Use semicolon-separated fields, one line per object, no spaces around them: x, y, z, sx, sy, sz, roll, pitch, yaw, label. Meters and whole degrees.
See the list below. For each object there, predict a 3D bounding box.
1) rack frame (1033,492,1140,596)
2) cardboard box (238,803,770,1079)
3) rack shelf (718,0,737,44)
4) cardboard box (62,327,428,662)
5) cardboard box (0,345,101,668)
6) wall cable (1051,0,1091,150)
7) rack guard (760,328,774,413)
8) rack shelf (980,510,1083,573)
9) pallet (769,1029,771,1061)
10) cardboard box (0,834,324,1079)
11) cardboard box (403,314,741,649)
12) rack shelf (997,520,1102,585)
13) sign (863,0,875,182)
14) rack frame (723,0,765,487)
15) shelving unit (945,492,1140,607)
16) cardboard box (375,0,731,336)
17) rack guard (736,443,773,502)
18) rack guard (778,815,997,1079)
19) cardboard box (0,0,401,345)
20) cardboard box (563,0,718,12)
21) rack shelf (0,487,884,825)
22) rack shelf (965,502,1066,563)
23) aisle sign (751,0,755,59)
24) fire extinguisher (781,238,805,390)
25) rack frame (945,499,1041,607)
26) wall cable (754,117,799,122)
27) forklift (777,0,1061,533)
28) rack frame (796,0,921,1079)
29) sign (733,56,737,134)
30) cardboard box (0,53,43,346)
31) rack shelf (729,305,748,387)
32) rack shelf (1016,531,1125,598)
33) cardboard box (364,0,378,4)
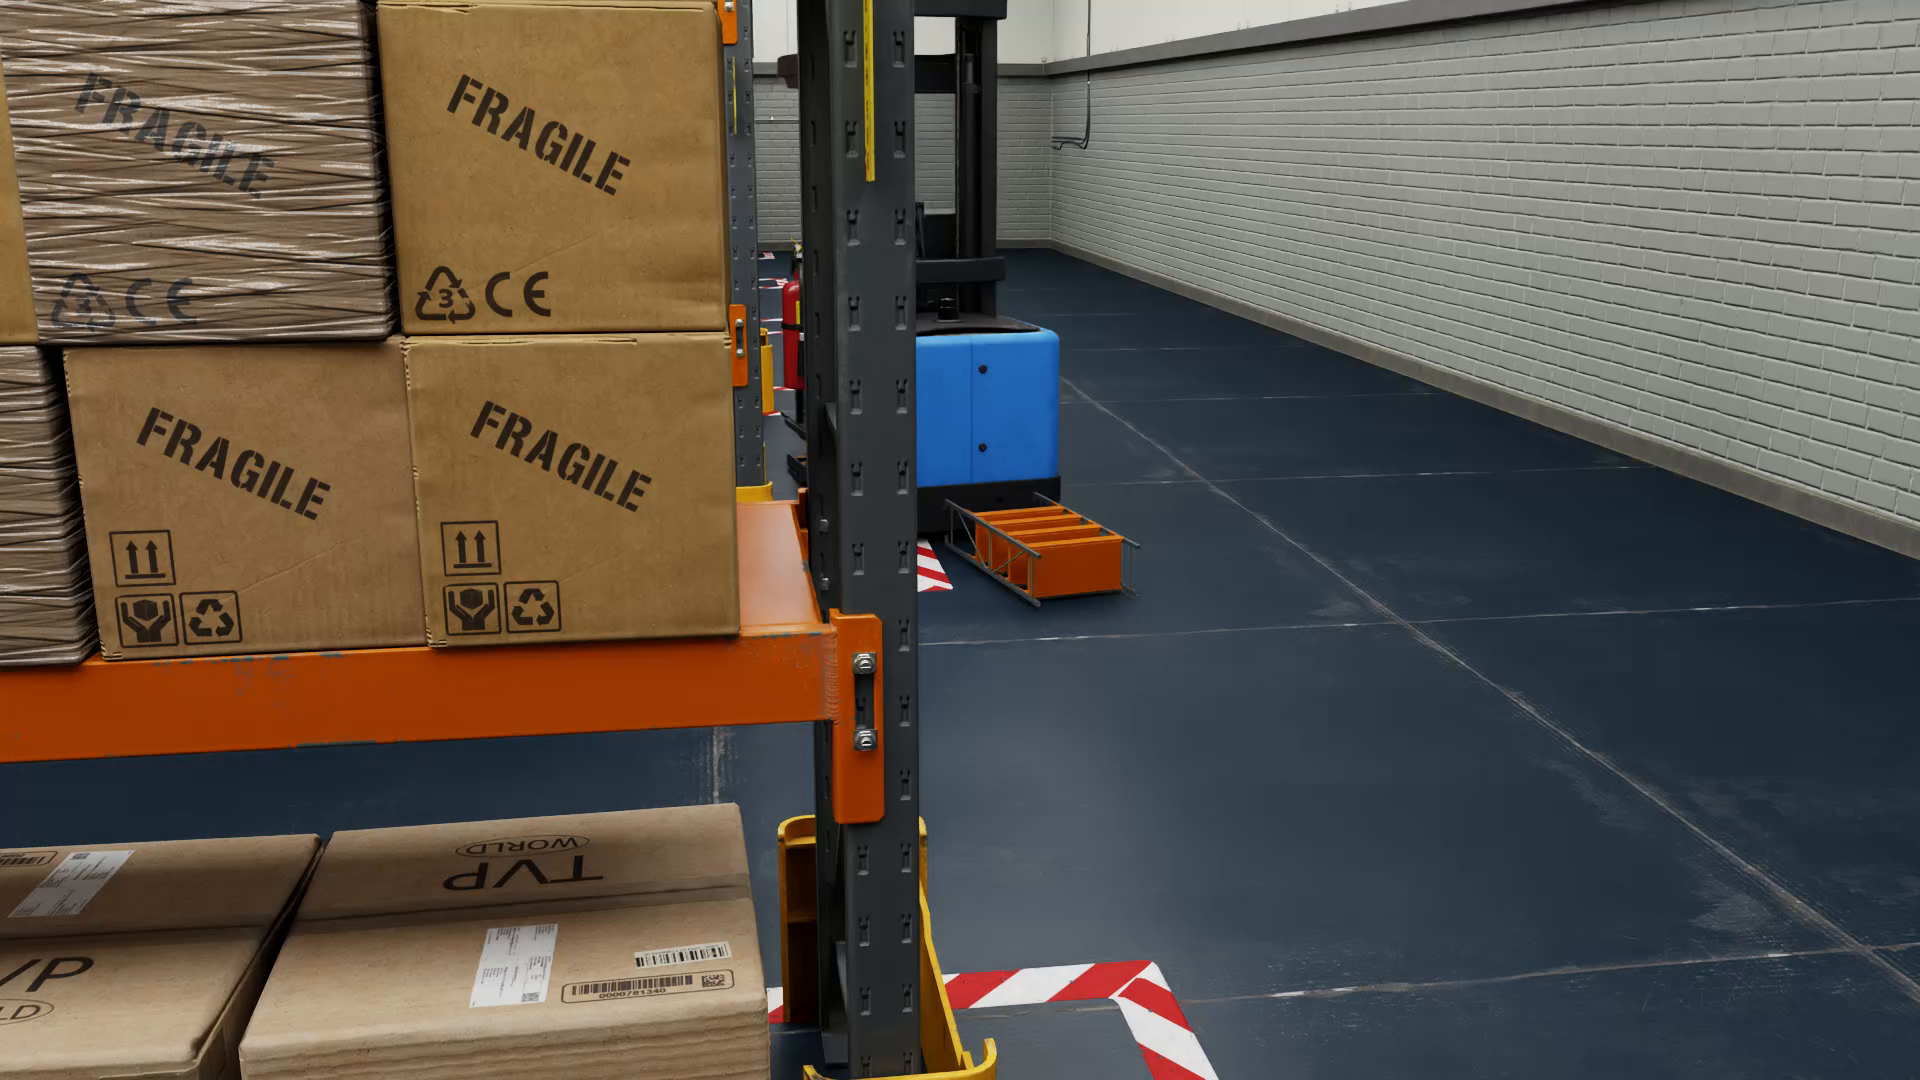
0.597;0.004;8.101;0.015;0.240;1.200;-5;15;-20;rack frame
-0.844;0.920;3.290;0.875;0.438;0.875;-3;14;-10;cardboard box
-3.021;-2.387;7.387;4.000;0.370;1.077;-2;14;-8;rack shelf
-1.142;-0.120;2.826;0.500;0.500;0.500;-2;14;-9;cardboard box
-1.650;-0.099;2.743;0.500;0.500;0.500;-2;14;-7;cardboard box
1.750;-7.648;27.101;0.112;2.526;3.097;-2;14;-8;wall cable
-1.659;-1.339;13.033;0.348;0.500;1.175;-2;14;-8;rack guard
0.345;0.010;8.079;0.480;0.258;0.148;-5;15;-20;rack shelf
-0.985;1.234;3.369;1.213;0.211;1.003;-2;14;-8;pallet
-1.748;0.956;3.149;0.875;0.438;0.875;-2;14;-7;cardboard box
-0.644;-0.134;2.885;0.500;0.500;0.500;-2;14;-8;cardboard box
0.424;0.061;7.876;0.480;0.258;0.148;-5;15;-20;rack shelf
-0.139;-0.712;2.528;0.005;0.325;0.100;-2;14;-8;sign
-1.044;-1.354;7.953;0.127;3.000;1.000;-2;14;-8;rack frame
0.369;0.025;8.017;0.503;0.258;1.200;-5;15;-20;shelving unit
-0.648;-0.625;2.788;0.500;0.500;0.500;-2;14;-6;cardboard box
-1.119;-0.139;8.247;0.348;0.500;1.175;-2;14;-8;rack guard
-0.183;1.045;3.528;0.348;0.500;1.175;-2;14;-8;rack guard
-1.160;-0.599;2.685;0.500;0.500;0.500;-2;14;-8;cardboard box
-0.531;-0.954;2.764;0.250;0.149;0.380;-2;14;-8;cardboard box
-2.184;0.255;3.019;4.000;0.370;1.077;-2;14;-8;rack shelf
0.275;-0.036;8.259;0.480;0.258;0.148;-5;15;-20;rack shelf
-0.927;-2.545;7.360;0.004;0.787;0.394;-2;14;-8;aisle sign
-0.726;-1.033;7.602;0.183;0.674;0.296;-2;14;-8;fire extinguisher
0.141;0.046;7.934;0.015;0.240;1.200;-5;15;-20;rack frame
-2.771;-6.892;27.947;1.851;1.984;0.084;-2;14;-8;wall cable
-0.417;-1.759;9.712;1.130;2.935;3.031;-5;15;-18;forklift
-0.206;-0.167;3.220;0.127;3.000;1.000;-2;14;-8;rack frame
-0.981;-1.934;7.239;0.005;0.325;0.100;-2;14;-8;sign
-1.650;-0.582;2.616;0.500;0.500;0.500;-2;14;-9;cardboard box
-3.021;-0.932;7.752;4.000;0.370;1.077;-2;14;-8;rack shelf
0.508;0.114;7.661;0.480;0.258;0.148;-5;15;-20;rack shelf
-1.021;-0.909;2.586;0.250;0.149;0.380;-2;14;-9;cardboard box
